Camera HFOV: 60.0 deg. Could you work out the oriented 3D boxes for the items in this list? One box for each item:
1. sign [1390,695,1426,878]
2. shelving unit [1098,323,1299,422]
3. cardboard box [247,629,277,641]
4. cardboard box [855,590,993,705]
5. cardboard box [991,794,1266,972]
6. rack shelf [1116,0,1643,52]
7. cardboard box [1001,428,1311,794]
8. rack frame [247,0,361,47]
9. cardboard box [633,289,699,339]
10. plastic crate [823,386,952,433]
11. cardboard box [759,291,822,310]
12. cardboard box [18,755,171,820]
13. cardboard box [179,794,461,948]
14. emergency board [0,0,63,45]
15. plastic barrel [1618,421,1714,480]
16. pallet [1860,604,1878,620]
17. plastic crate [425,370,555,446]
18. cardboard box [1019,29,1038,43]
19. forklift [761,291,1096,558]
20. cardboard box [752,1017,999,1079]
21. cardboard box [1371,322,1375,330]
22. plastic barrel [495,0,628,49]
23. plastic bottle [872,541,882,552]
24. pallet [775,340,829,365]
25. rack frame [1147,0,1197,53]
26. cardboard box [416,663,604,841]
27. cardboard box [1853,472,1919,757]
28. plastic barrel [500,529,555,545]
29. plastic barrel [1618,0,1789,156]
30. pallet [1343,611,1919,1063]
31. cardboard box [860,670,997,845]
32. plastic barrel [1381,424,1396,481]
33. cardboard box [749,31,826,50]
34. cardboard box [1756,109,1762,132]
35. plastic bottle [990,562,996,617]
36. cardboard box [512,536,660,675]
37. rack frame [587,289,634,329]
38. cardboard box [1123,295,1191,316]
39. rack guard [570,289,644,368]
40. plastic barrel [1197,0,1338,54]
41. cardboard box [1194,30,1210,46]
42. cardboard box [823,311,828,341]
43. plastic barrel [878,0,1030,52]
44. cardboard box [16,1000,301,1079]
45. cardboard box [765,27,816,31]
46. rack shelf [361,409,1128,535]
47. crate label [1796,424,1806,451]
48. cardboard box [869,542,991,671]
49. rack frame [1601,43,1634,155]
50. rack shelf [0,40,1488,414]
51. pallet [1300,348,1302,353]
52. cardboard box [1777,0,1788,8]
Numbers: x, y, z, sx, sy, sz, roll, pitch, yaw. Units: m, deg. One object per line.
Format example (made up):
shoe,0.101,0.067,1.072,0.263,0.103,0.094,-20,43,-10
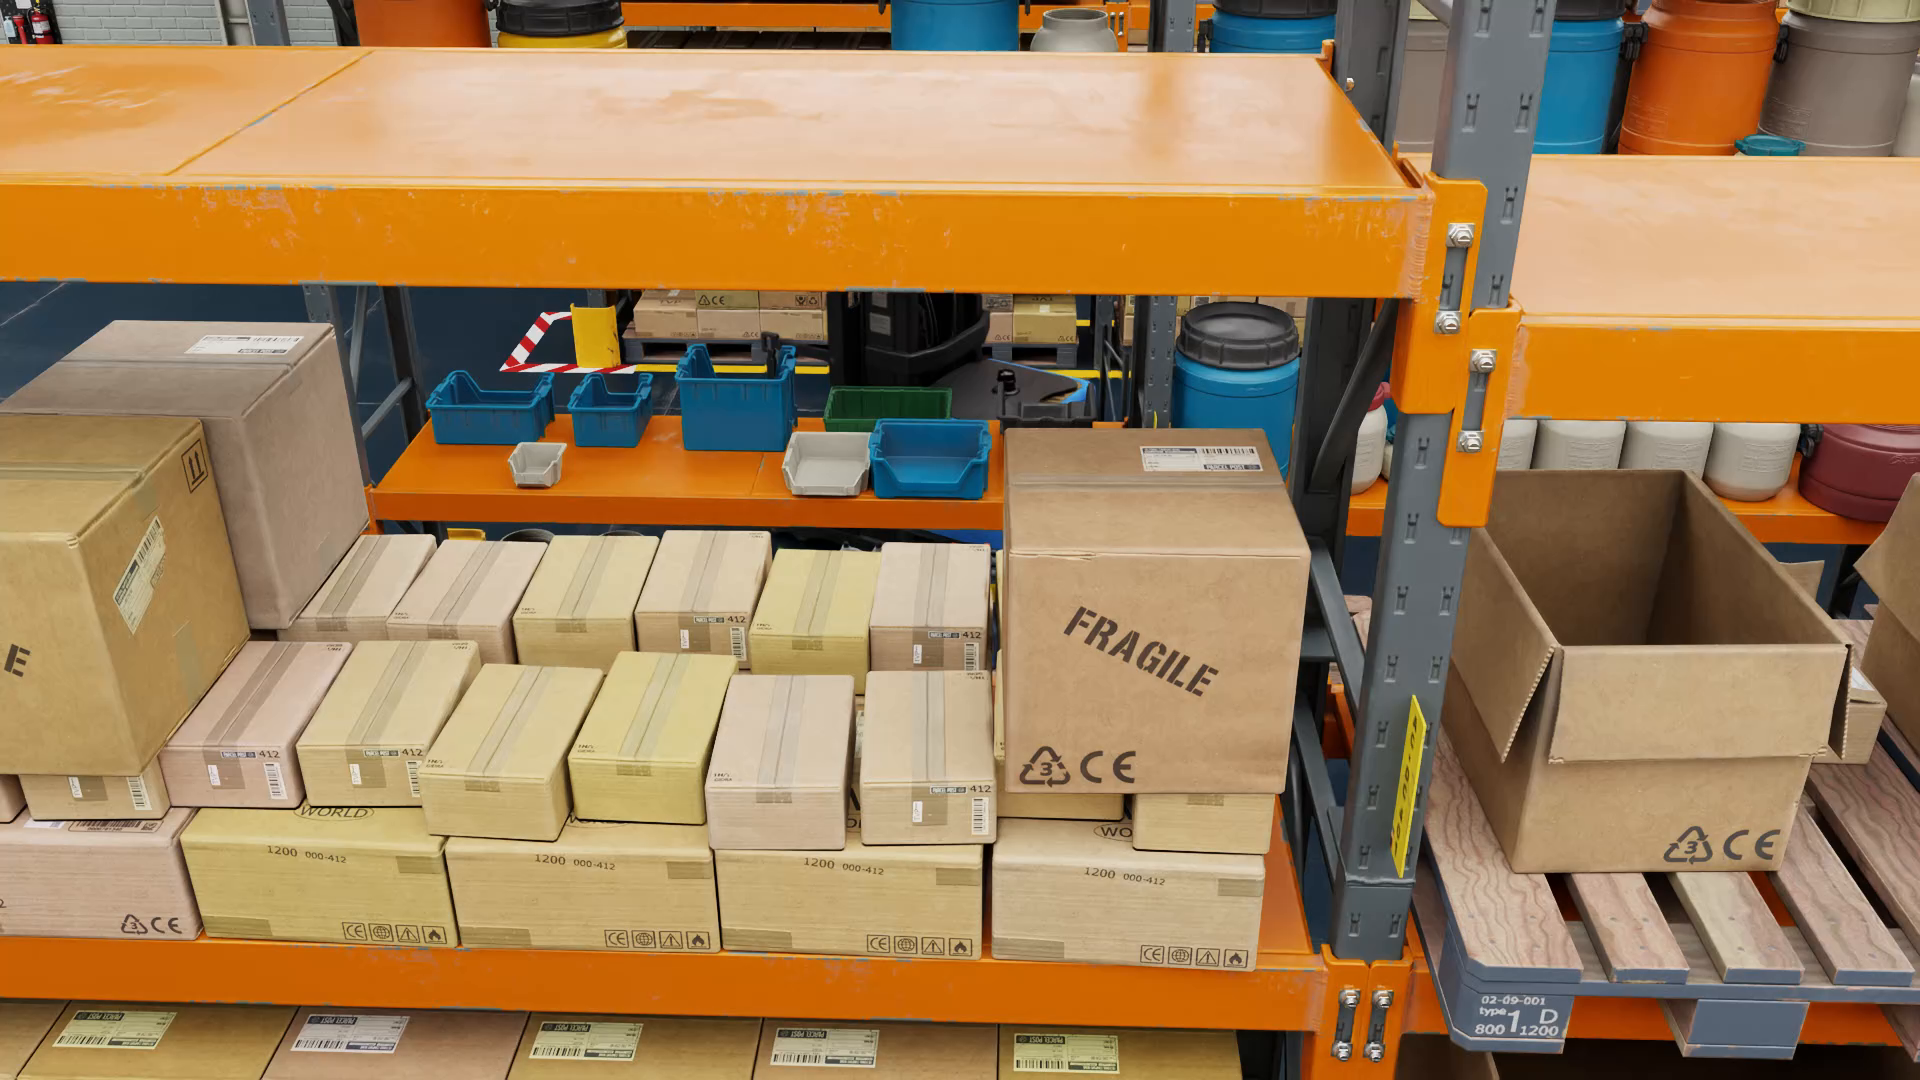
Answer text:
sign,0.781,0.431,2.905,0.005,0.325,0.100,1,28,2
shelving unit,1.416,-0.560,10.131,1.083,1.500,0.587,-5,28,-10
cardboard box,-1.617,0.113,3.791,0.250,0.149,0.380,0,28,-1
cardboard box,-0.178,0.338,3.792,0.500,0.250,0.500,1,28,1
cardboard box,0.327,0.587,3.324,0.500,0.250,0.500,2,28,4
rack shelf,3.144,-3.880,12.358,4.000,0.370,1.077,1,28,2
cardboard box,0.333,0.121,3.084,0.500,0.500,0.500,0,28,0
rack frame,-3.031,-3.304,7.301,0.127,3.000,1.000,1,28,2
cardboard box,-2.324,-1.830,13.412,0.500,0.250,0.500,1,28,2
plastic crate,-0.380,-0.648,8.922,0.662,0.188,0.450,1,28,2
cardboard box,-1.324,-2.151,13.218,0.500,0.500,0.500,1,28,2
cardboard box,-1.640,0.380,3.288,0.250,0.149,0.380,0,28,-1
cardboard box,-1.202,0.557,3.380,0.500,0.250,0.500,2,28,3
emergency board,-10.416,-5.842,18.493,0.643,1.169,0.194,1,28,2
plastic barrel,3.508,-0.495,8.287,0.421,0.512,0.421,0,28,0
pallet,5.754,0.704,9.122,1.213,0.211,1.003,1,28,2
plastic crate,-2.520,-0.720,8.989,0.616,0.251,0.499,1,28,2
cardboard box,0.833,-5.362,16.925,0.500,0.500,0.500,1,28,2
forklift,-0.674,-1.489,10.355,3.031,2.935,1.130,16,32,28
cardboard box,-0.167,1.227,3.666,0.500,0.500,0.500,1,28,2
cardboard box,3.077,-1.729,13.221,0.500,0.250,0.500,1,28,3
plastic barrel,-1.887,-2.288,7.937,0.600,0.588,0.600,0,28,0
plastic bottle,-0.439,0.171,9.509,0.185,0.351,0.144,1,28,1
pallet,-0.870,-1.726,13.705,1.213,0.211,1.003,1,28,2
rack frame,0.967,-3.238,7.176,0.127,3.000,1.000,1,28,2
cardboard box,-0.860,0.406,3.238,0.250,0.149,0.380,2,28,4
cardboard box,2.200,0.244,3.252,0.637,0.503,0.797,2,28,4
plastic barrel,-2.370,0.235,9.237,0.421,0.512,0.421,0,28,0
plastic barrel,3.498,-2.162,7.891,0.708,0.830,0.600,1,28,2
pallet,1.405,0.549,3.436,1.003,0.211,1.213,1,28,2
cardboard box,-0.060,0.415,3.222,0.250,0.149,0.380,0,28,-1
plastic barrel,2.284,-0.433,8.437,0.301,0.262,0.301,0,28,0
cardboard box,-1.304,-3.561,12.698,0.500,0.500,0.700,1,28,2
cardboard box,5.776,-3.112,12.788,0.500,0.500,0.700,-8,29,-15
plastic bottle,0.170,0.248,9.363,0.185,0.351,0.144,1,28,2
cardboard box,-0.826,0.142,3.737,0.250,0.149,0.380,0,28,1
rack frame,-2.852,-2.972,13.079,0.127,3.000,1.000,1,28,2
cardboard box,1.550,-2.001,13.136,0.500,0.311,0.500,1,28,2
rack guard,-2.876,-1.868,13.666,0.348,0.500,1.175,1,28,2
plastic barrel,1.483,-2.227,7.937,0.708,0.901,0.600,1,28,2
cardboard box,2.382,-5.426,17.133,0.500,0.500,0.700,4,28,7
cardboard box,-0.825,-1.804,13.364,0.500,0.250,0.500,1,28,2
plastic barrel,-0.024,-2.386,7.788,0.708,0.901,0.600,1,28,2
cardboard box,-1.666,1.203,3.711,0.500,0.500,0.500,1,28,2
cardboard box,-1.721,-5.403,17.004,0.500,0.500,0.500,1,28,2
rack shelf,-1.032,-0.303,8.812,4.000,0.370,1.077,1,28,2
crate label,4.557,-0.630,8.840,0.416,0.233,0.303,1,28,2
cardboard box,-0.062,0.159,3.705,0.250,0.149,0.380,1,28,2
rack frame,5.143,-2.840,12.830,0.127,3.000,1.000,1,28,2
rack shelf,-1.207,-0.633,3.034,4.000,0.370,1.077,1,28,2
pallet,3.105,-1.661,13.584,1.213,0.211,1.003,1,28,2
cardboard box,6.090,-4.209,12.104,0.500,0.500,0.910,1,28,2
